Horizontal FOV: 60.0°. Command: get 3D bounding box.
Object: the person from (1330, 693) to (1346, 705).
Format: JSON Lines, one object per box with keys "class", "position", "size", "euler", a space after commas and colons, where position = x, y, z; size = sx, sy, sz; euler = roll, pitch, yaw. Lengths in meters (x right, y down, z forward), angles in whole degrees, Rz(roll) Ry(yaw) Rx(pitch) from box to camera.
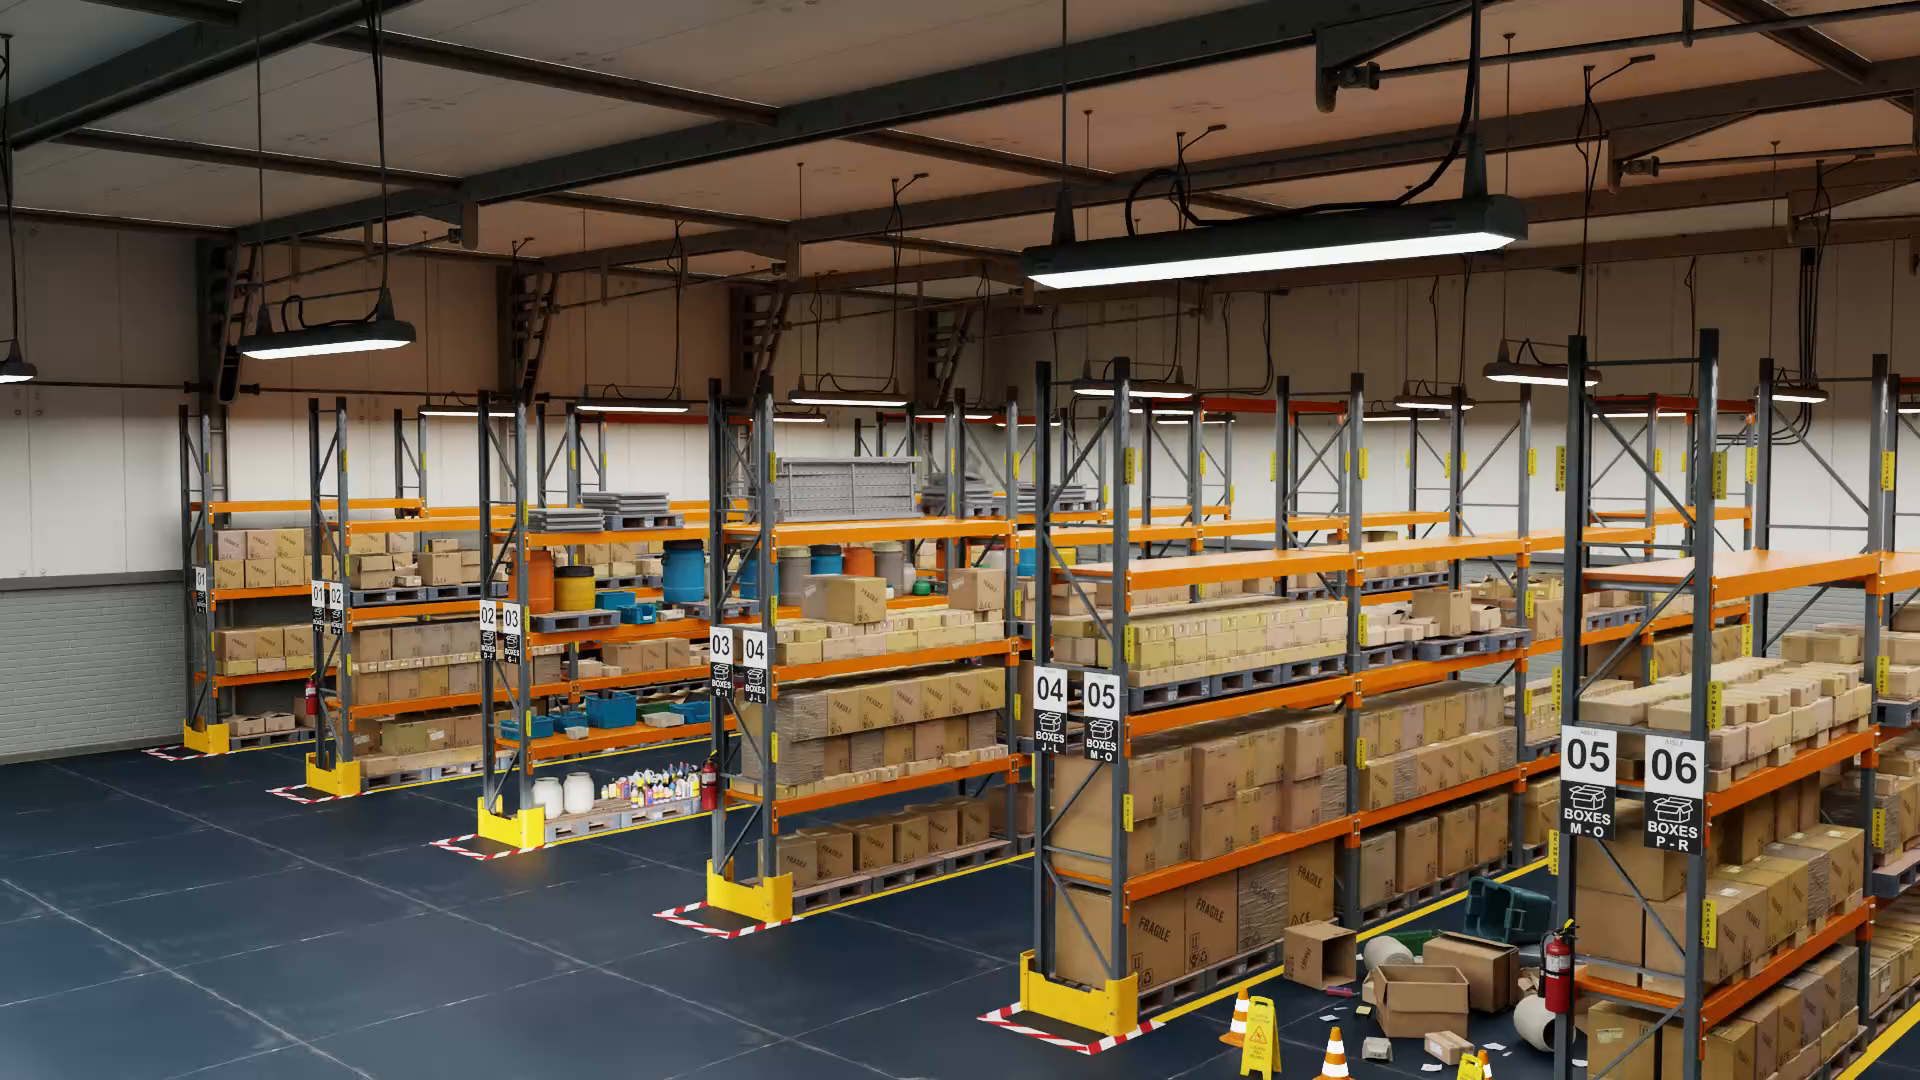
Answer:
{"class": "person", "position": [5.705, 2.977, 24.484], "size": [0.654, 1.781, 0.935], "euler": [2, 4, 37]}
